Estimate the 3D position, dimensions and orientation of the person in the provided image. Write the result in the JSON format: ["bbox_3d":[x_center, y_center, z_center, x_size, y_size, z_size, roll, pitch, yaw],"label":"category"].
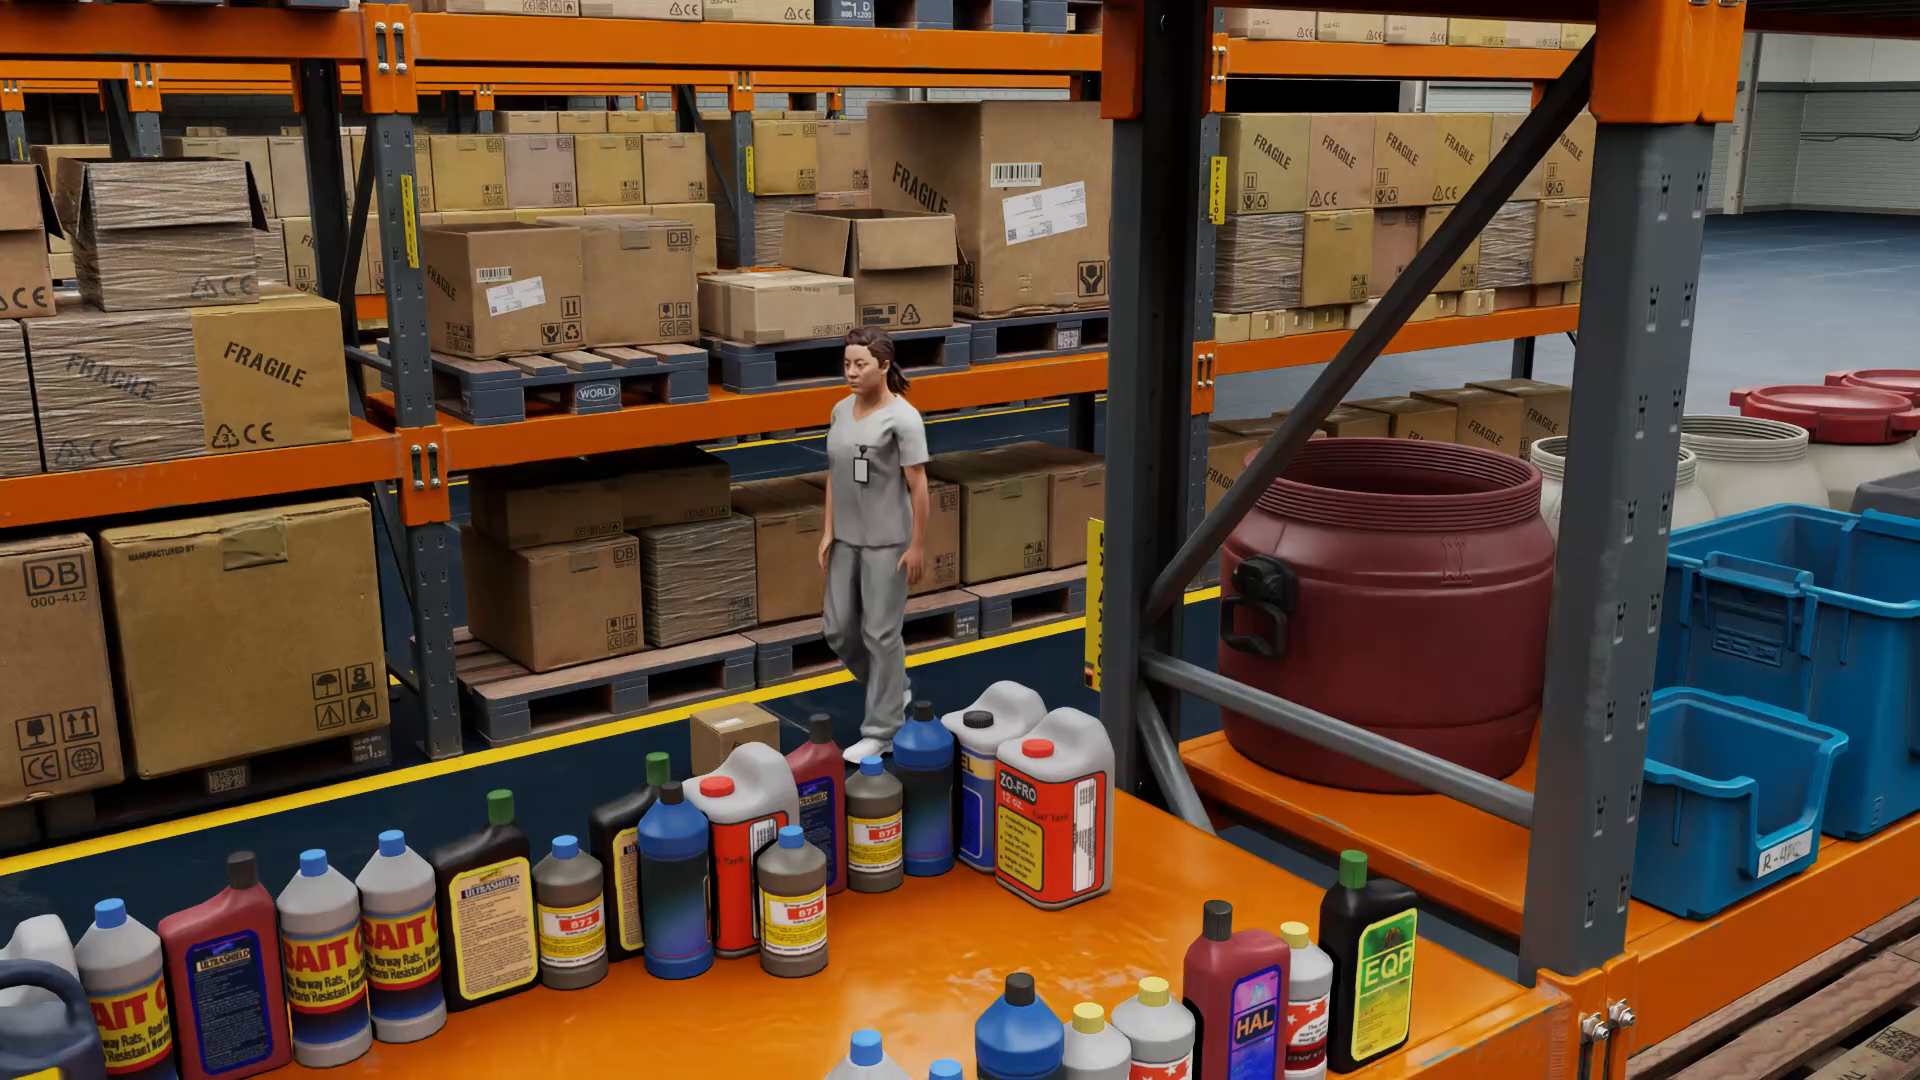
[{"bbox_3d":[-0.314,0.019,6.434,0.461,1.653,0.522,12,19,39],"label":"person"}]
